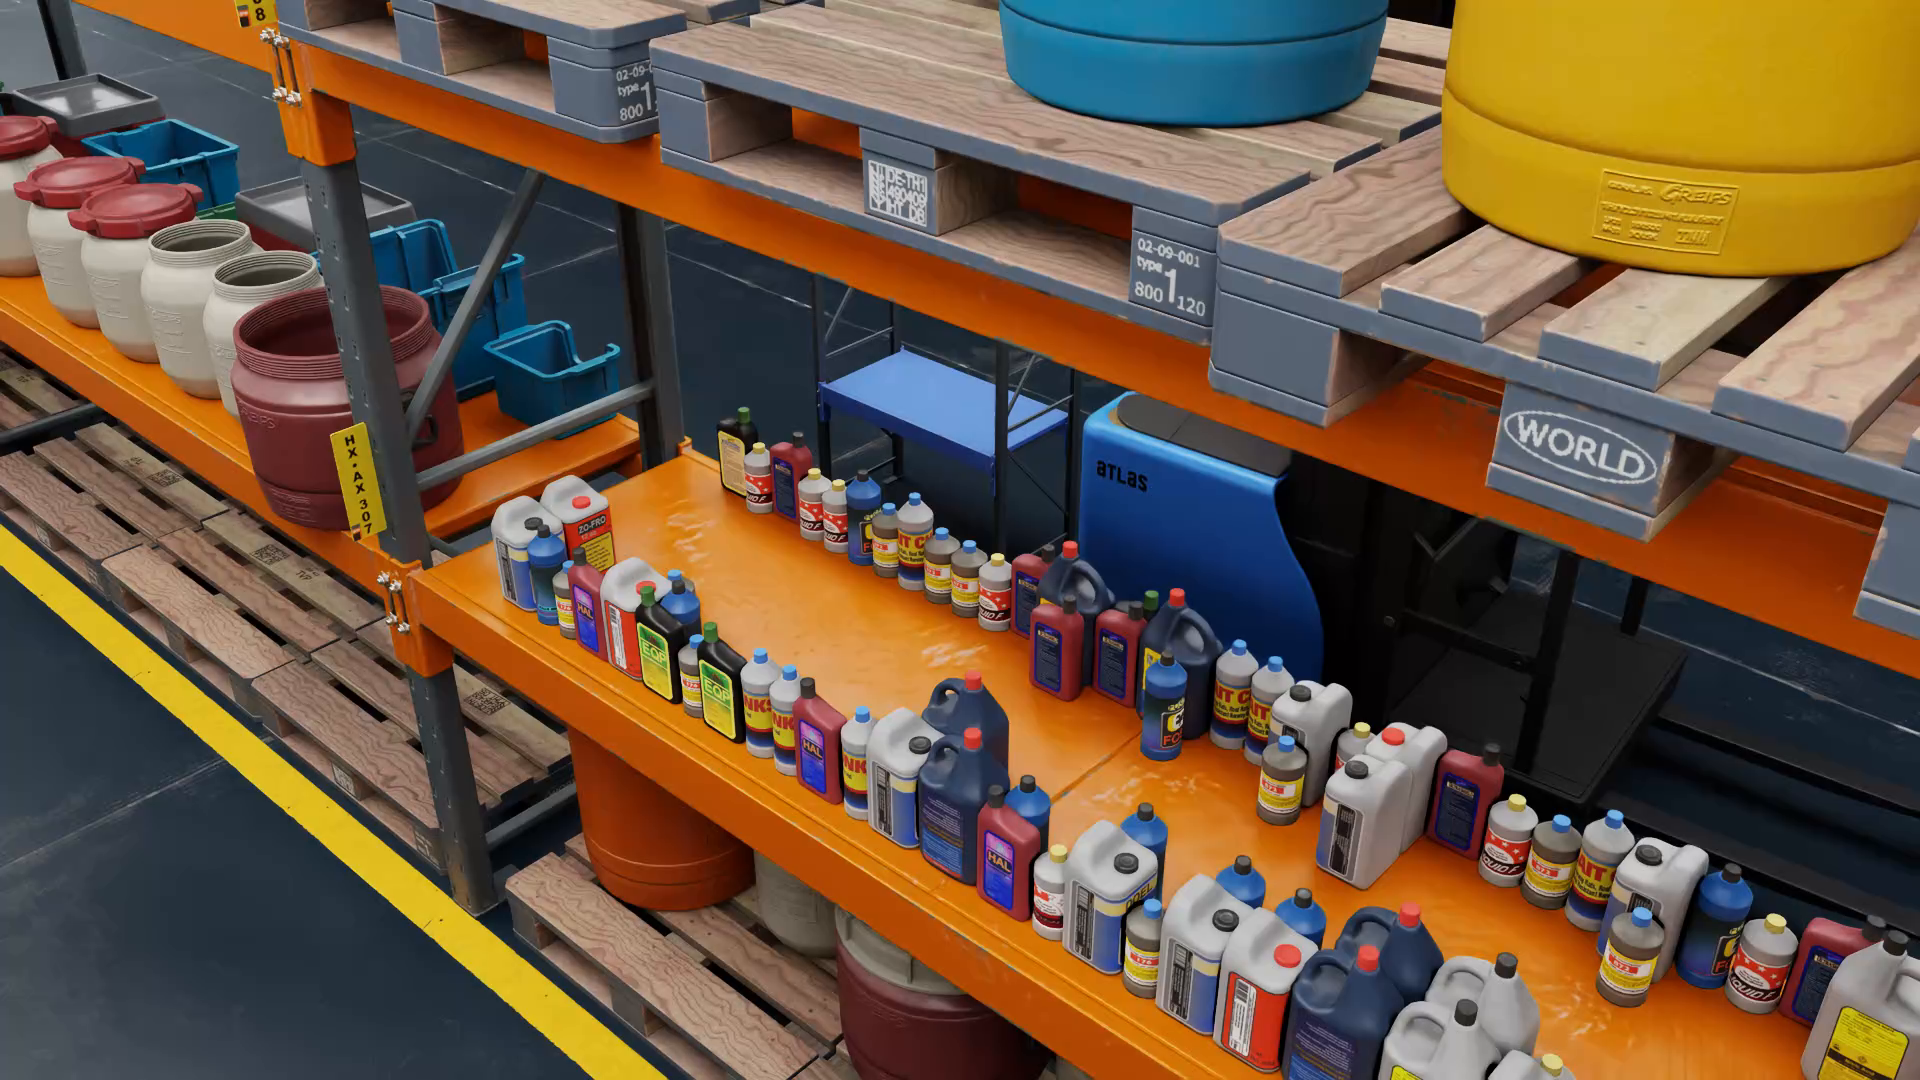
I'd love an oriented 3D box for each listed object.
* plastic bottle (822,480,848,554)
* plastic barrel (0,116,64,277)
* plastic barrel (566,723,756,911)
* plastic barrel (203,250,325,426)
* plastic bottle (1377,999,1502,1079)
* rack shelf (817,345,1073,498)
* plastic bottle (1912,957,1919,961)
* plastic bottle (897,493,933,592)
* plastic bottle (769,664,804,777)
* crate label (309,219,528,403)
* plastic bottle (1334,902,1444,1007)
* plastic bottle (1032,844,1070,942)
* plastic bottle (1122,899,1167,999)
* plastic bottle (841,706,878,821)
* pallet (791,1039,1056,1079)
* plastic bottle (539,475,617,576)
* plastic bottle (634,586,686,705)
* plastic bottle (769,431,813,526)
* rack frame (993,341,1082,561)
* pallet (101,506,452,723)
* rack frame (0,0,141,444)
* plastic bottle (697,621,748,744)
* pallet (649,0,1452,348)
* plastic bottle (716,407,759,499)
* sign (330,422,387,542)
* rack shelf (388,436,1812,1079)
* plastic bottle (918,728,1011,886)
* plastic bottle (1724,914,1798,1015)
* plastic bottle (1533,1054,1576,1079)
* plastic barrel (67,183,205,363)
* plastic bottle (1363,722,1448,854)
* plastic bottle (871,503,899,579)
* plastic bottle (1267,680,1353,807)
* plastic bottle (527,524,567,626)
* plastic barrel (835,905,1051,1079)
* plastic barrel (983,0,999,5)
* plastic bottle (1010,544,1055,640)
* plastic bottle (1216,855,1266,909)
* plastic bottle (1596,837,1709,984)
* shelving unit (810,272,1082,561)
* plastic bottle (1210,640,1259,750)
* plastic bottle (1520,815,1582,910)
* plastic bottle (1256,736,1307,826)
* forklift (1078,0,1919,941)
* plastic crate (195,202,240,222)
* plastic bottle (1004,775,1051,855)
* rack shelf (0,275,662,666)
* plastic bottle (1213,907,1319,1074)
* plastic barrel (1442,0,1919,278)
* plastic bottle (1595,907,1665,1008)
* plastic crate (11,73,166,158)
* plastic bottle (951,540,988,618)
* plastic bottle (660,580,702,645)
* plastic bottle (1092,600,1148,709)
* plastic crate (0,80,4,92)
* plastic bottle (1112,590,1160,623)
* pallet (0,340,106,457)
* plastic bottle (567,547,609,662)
[{"bbox_3d":[-0.336,-0.073,4.655,0.097,0.201,0.097,0,31,0],"label":"plastic bottle"},{"bbox_3d":[-3.643,-1.323,6.407,0.433,0.535,0.433,0,31,0],"label":"plastic barrel"},{"bbox_3d":[-0.865,0.617,5.013,0.708,0.830,0.600,25,39,35],"label":"plastic barrel"},{"bbox_3d":[-2.145,-0.618,5.259,0.421,0.512,0.421,0,31,0],"label":"plastic barrel"},{"bbox_3d":[0.826,0.917,2.866,0.185,0.351,0.144,25,39,35],"label":"plastic bottle"},{"bbox_3d":[-0.063,-0.518,7.005,1.000,0.185,0.538,25,39,35],"label":"rack shelf"},{"bbox_3d":[1.741,0.849,3.045,0.133,0.283,0.061,25,39,35],"label":"plastic bottle"},{"bbox_3d":[-0.120,-0.002,4.469,0.097,0.271,0.097,0,31,0],"label":"plastic bottle"},{"bbox_3d":[-0.382,0.404,3.796,0.097,0.271,0.097,0,31,0],"label":"plastic bottle"},{"bbox_3d":[-1.794,-0.758,5.566,0.616,0.435,0.502,25,39,35],"label":"crate label"},{"bbox_3d":[0.785,0.798,3.064,0.185,0.351,0.144,25,39,35],"label":"plastic bottle"},{"bbox_3d":[0.197,0.704,3.365,0.097,0.201,0.097,0,31,0],"label":"plastic bottle"},{"bbox_3d":[0.369,0.784,3.232,0.097,0.201,0.097,0,31,0],"label":"plastic bottle"},{"bbox_3d":[-0.211,0.483,3.663,0.097,0.271,0.097,0,31,0],"label":"plastic bottle"},{"bbox_3d":[0.274,1.579,4.423,1.213,0.211,1.003,25,39,35],"label":"pallet"},{"bbox_3d":[-1.033,-0.027,4.507,0.135,0.276,0.152,25,39,35],"label":"plastic bottle"},{"bbox_3d":[-0.723,0.252,4.036,0.133,0.283,0.061,25,39,35],"label":"plastic bottle"},{"bbox_3d":[-0.482,-0.189,4.768,0.133,0.283,0.061,25,39,35],"label":"plastic bottle"},{"bbox_3d":[0.314,-0.496,6.620,0.032,1.500,0.500,25,39,35],"label":"rack frame"},{"bbox_3d":[-2.688,0.194,6.723,1.213,0.211,1.003,25,39,35],"label":"pallet"},{"bbox_3d":[-4.205,-1.680,7.132,0.127,3.000,1.000,25,39,35],"label":"rack frame"},{"bbox_3d":[-0.552,0.332,3.904,0.133,0.283,0.061,25,39,35],"label":"plastic bottle"},{"bbox_3d":[0.237,-0.740,2.846,1.213,0.211,1.003,25,39,35],"label":"pallet"},{"bbox_3d":[-0.653,-0.268,4.901,0.133,0.283,0.061,25,39,35],"label":"plastic bottle"},{"bbox_3d":[-1.603,-0.152,4.437,0.005,0.325,0.100,25,39,35],"label":"sign"},{"bbox_3d":[0.244,0.705,3.868,4.000,0.370,1.077,25,39,35],"label":"rack shelf"},{"bbox_3d":[0.009,0.536,3.499,0.185,0.351,0.144,25,39,35],"label":"plastic bottle"},{"bbox_3d":[1.544,0.805,3.197,0.097,0.201,0.097,0,31,0],"label":"plastic bottle"},{"bbox_3d":[1.017,0.981,2.905,0.097,0.201,0.097,0,31,0],"label":"plastic bottle"},{"bbox_3d":[-2.778,-0.919,5.737,0.433,0.535,0.433,0,31,0],"label":"plastic barrel"},{"bbox_3d":[0.953,0.516,3.605,0.135,0.276,0.152,25,39,35],"label":"plastic bottle"},{"bbox_3d":[-0.192,-0.005,4.543,0.097,0.201,0.097,0,31,0],"label":"plastic bottle"},{"bbox_3d":[0.781,0.436,3.738,0.135,0.276,0.152,25,39,35],"label":"plastic bottle"},{"bbox_3d":[-1.067,0.084,4.327,0.097,0.271,0.097,0,31,0],"label":"plastic bottle"},{"bbox_3d":[-0.028,1.112,4.426,0.708,0.588,0.600,25,39,35],"label":"plastic barrel"},{"bbox_3d":[0.177,-1.263,2.992,0.433,0.535,0.433,0,31,0],"label":"plastic barrel"},{"bbox_3d":[0.195,0.127,4.244,0.133,0.283,0.061,25,39,35],"label":"plastic bottle"},{"bbox_3d":[0.543,0.730,3.254,0.097,0.271,0.097,0,31,0],"label":"plastic bottle"},{"bbox_3d":[1.368,0.710,3.283,0.135,0.276,0.152,25,39,35],"label":"plastic bottle"},{"bbox_3d":[-0.063,-0.672,6.912,1.048,1.500,0.538,25,39,35],"label":"shelving unit"},{"bbox_3d":[0.641,0.353,3.880,0.097,0.271,0.097,0,31,0],"label":"plastic bottle"},{"bbox_3d":[1.228,0.657,3.442,0.097,0.201,0.097,0,31,0],"label":"plastic bottle"},{"bbox_3d":[0.711,0.522,3.668,0.097,0.201,0.097,0,31,0],"label":"plastic bottle"},{"bbox_3d":[1.898,-0.496,5.232,3.031,2.935,1.130,22,37,32],"label":"forklift"},{"bbox_3d":[-2.724,-1.094,6.365,0.662,0.188,0.450,25,39,35],"label":"plastic crate"},{"bbox_3d":[0.139,0.604,3.462,0.097,0.271,0.097,0,31,0],"label":"plastic bottle"},{"bbox_3d":[-2.722,-0.679,6.168,4.000,0.370,1.077,25,39,35],"label":"rack shelf"},{"bbox_3d":[0.573,0.828,3.086,0.135,0.276,0.152,25,39,35],"label":"plastic bottle"},{"bbox_3d":[0.914,-0.695,1.998,0.600,0.588,0.600,0,31,0],"label":"plastic barrel"},{"bbox_3d":[1.298,0.796,3.212,0.097,0.201,0.097,0,31,0],"label":"plastic bottle"},{"bbox_3d":[-3.640,-1.657,7.031,0.583,0.464,0.402,25,39,35],"label":"plastic crate"},{"bbox_3d":[0.025,0.096,4.376,0.097,0.201,0.097,0,31,0],"label":"plastic bottle"},{"bbox_3d":[-0.684,0.221,4.100,0.097,0.271,0.097,0,31,0],"label":"plastic bottle"},{"bbox_3d":[0.390,0.260,4.022,0.133,0.283,0.061,25,39,35],"label":"plastic bottle"},{"bbox_3d":[-5.022,-2.167,8.146,0.662,0.188,0.450,25,39,35],"label":"plastic crate"},{"bbox_3d":[0.431,0.237,4.061,0.133,0.283,0.061,25,39,35],"label":"plastic bottle"},{"bbox_3d":[-4.675,-0.733,8.264,1.213,0.211,1.003,25,39,35],"label":"pallet"},{"bbox_3d":[-0.922,0.159,4.190,0.133,0.283,0.061,25,39,35],"label":"plastic bottle"}]
